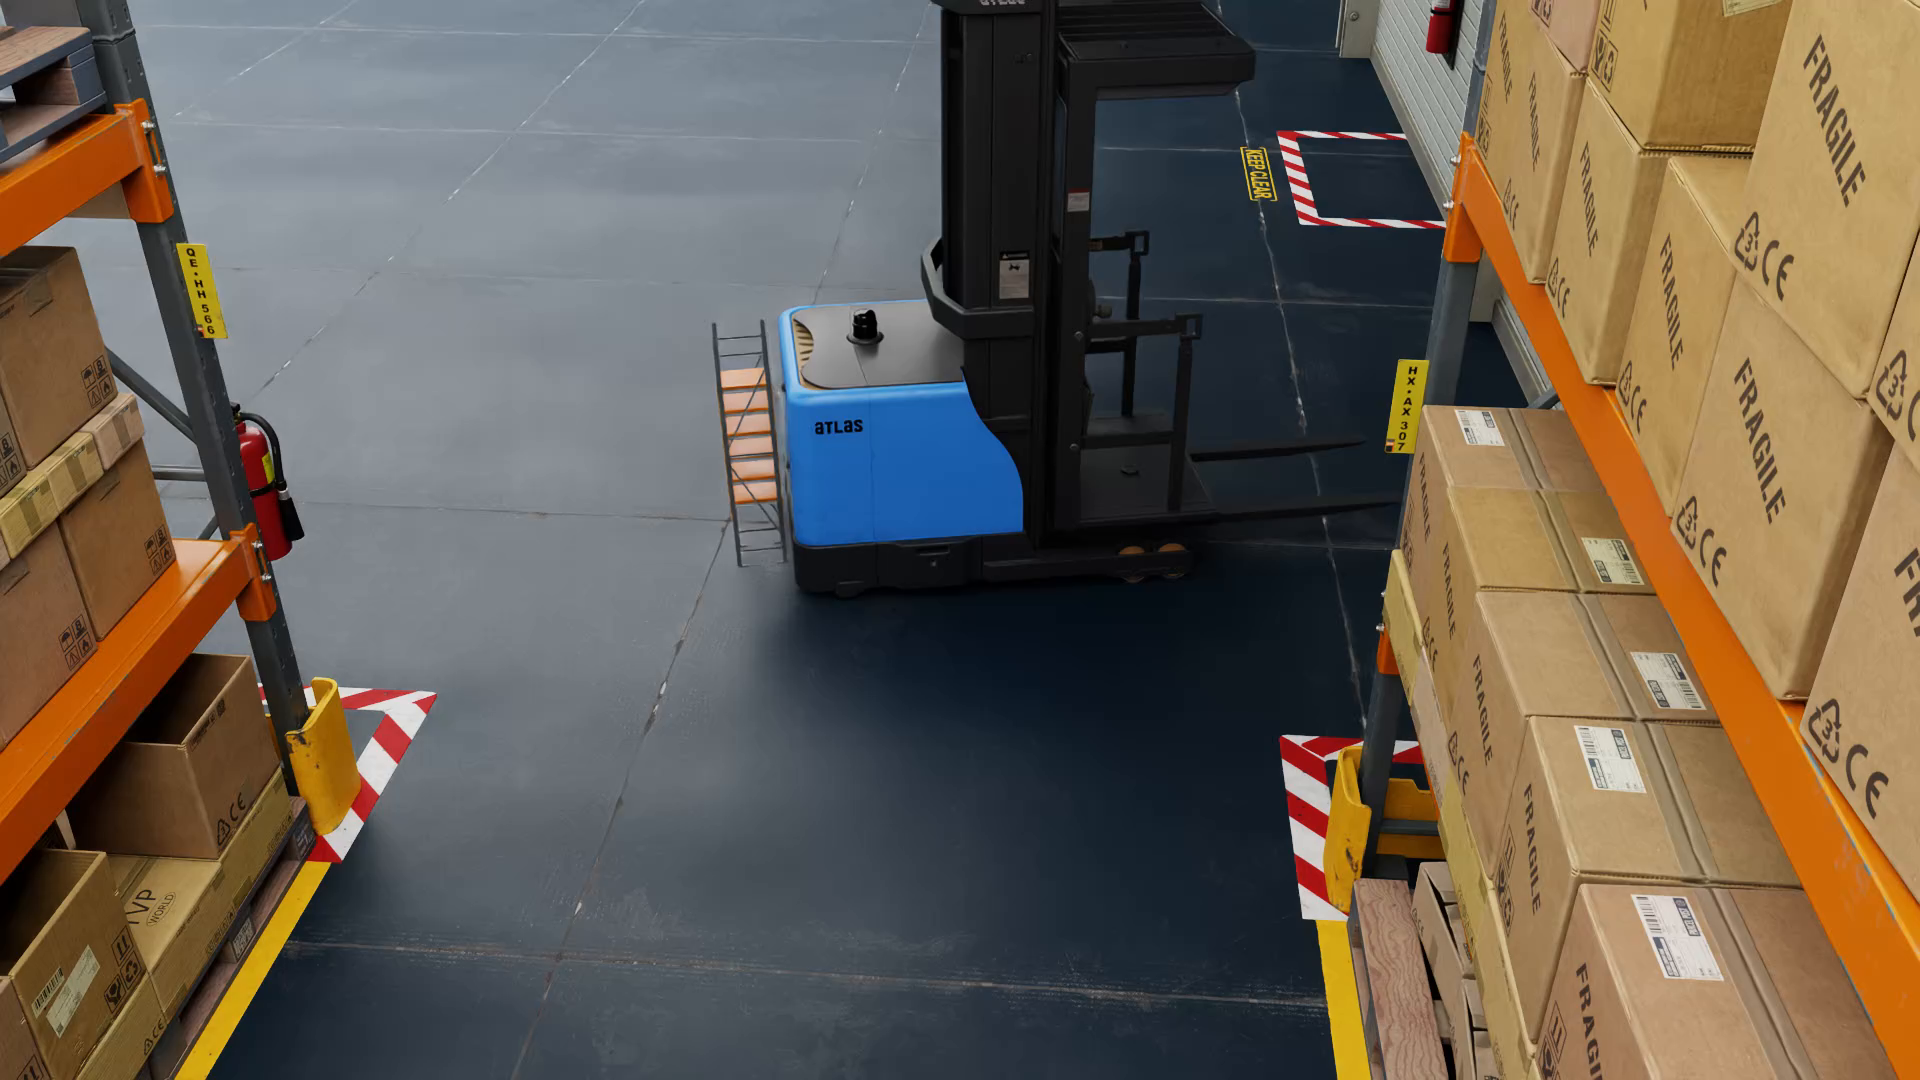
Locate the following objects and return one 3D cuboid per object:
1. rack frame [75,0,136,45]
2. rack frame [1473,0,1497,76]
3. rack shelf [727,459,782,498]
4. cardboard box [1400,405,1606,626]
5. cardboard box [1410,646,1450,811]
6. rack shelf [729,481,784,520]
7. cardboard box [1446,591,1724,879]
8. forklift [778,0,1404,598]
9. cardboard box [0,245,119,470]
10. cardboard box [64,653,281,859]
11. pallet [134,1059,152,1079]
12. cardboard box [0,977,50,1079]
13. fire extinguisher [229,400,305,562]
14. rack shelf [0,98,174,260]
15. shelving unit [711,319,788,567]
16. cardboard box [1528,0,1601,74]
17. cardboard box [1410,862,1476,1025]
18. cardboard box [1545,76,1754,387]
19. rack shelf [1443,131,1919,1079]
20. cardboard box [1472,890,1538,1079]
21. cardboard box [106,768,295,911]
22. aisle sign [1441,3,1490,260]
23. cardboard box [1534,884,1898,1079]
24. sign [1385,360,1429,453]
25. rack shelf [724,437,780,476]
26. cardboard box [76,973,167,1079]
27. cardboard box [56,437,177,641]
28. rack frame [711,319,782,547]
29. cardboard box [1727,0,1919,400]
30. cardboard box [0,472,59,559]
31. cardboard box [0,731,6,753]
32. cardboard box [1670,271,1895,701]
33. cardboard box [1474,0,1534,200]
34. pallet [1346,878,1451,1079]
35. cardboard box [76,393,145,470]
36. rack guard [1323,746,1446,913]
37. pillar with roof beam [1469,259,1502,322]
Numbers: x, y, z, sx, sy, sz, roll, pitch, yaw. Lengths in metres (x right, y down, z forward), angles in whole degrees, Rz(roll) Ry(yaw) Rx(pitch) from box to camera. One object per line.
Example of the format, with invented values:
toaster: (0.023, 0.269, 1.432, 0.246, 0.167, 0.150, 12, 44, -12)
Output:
rack frame: (-2.985, -2.791, 4.201, 1.000, 3.000, 0.127, 2, 32, 4)
rack frame: (1.953, -2.581, 3.861, 1.000, 3.000, 0.127, 2, 32, 4)
rack shelf: (-0.979, -0.300, 7.900, 0.258, 0.103, 0.180, -6, 32, -6)
cardboard box: (1.614, -0.054, 4.888, 0.500, 0.500, 0.500, 2, 32, 4)
cardboard box: (1.569, 0.542, 4.635, 0.500, 0.250, 0.500, 2, 32, 2)
rack shelf: (-0.976, -0.198, 7.963, 0.258, 0.103, 0.180, -6, 32, -6)
cardboard box: (1.516, 0.474, 4.031, 0.500, 0.500, 0.500, 1, 32, 2)
forklift: (0.669, -1.321, 7.600, 3.031, 2.935, 1.130, -4, 32, -7)
cardboard box: (-3.040, -0.560, 4.968, 0.700, 0.500, 0.500, 3, 32, 4)
cardboard box: (-2.732, 0.729, 5.714, 0.500, 0.500, 0.500, 2, 32, 4)
pallet: (-3.107, 1.988, 4.823, 1.003, 0.211, 1.213, 2, 32, 4)
cardboard box: (-2.841, 1.514, 4.440, 0.500, 0.500, 0.500, 2, 32, 4)
fire extinguisher: (-2.512, -0.246, 5.864, 0.296, 0.674, 0.183, 2, 32, 4)
rack shelf: (-3.148, -0.162, 3.480, 1.077, 0.370, 4.000, 2, 32, 4)
shelving unit: (-0.983, -0.440, 7.814, 0.258, 1.200, 0.189, -6, 32, -6)
cardboard box: (1.588, -1.330, 3.622, 0.500, 0.500, 0.500, 2, 32, 3)
cardboard box: (1.807, 1.288, 5.444, 0.500, 0.311, 0.500, -1, 32, -2)
cardboard box: (1.559, -0.640, 3.456, 0.500, 0.500, 0.500, 4, 32, 6)
rack shelf: (1.790, 0.048, 3.140, 1.077, 0.370, 4.000, 2, 32, 4)
cardboard box: (1.478, 1.072, 3.775, 0.500, 0.250, 0.500, 3, 32, 4)
cardboard box: (-2.734, 1.048, 5.911, 0.500, 0.250, 0.500, 2, 32, 4)
aisle sign: (1.660, -1.184, 4.835, 0.394, 0.787, 0.004, 2, 32, 4)
cardboard box: (1.444, 1.016, 3.151, 0.500, 0.500, 0.500, 2, 32, 3)
sign: (1.412, -0.419, 5.245, 0.100, 0.325, 0.005, 2, 32, 4)
rack shelf: (-0.982, -0.402, 7.837, 0.258, 0.103, 0.180, -6, 32, -6)
cardboard box: (-2.802, 1.572, 5.061, 0.500, 0.250, 0.500, 2, 32, 4)
cardboard box: (-3.035, -0.036, 5.354, 0.700, 0.500, 0.500, 2, 32, 4)
rack frame: (-0.997, -0.487, 7.891, 0.240, 1.200, 0.006, -6, 32, -6)
cardboard box: (1.464, -0.523, 2.314, 0.500, 0.500, 0.500, 1, 32, 2)
cardboard box: (-2.867, -0.077, 4.802, 0.380, 0.149, 0.250, 2, 32, 3)
cardboard box: (-3.120, 0.498, 4.487, 0.700, 0.500, 0.500, 3, 32, 4)
cardboard box: (1.483, -0.093, 2.569, 0.500, 0.500, 0.500, 1, 32, 2)
cardboard box: (1.676, -1.191, 4.350, 0.500, 0.500, 0.500, 3, 32, 5)
pallet: (1.845, 1.623, 5.415, 1.003, 0.211, 1.213, 2, 32, 4)
cardboard box: (-2.826, -0.348, 5.241, 0.380, 0.149, 0.250, 2, 32, 3)
rack guard: (1.947, 1.077, 6.026, 1.175, 0.500, 0.348, 2, 32, 4)
pillar with roof beam: (-1.044, -5.499, 8.596, 9.100, 9.000, 0.400, 2, 32, 4)
